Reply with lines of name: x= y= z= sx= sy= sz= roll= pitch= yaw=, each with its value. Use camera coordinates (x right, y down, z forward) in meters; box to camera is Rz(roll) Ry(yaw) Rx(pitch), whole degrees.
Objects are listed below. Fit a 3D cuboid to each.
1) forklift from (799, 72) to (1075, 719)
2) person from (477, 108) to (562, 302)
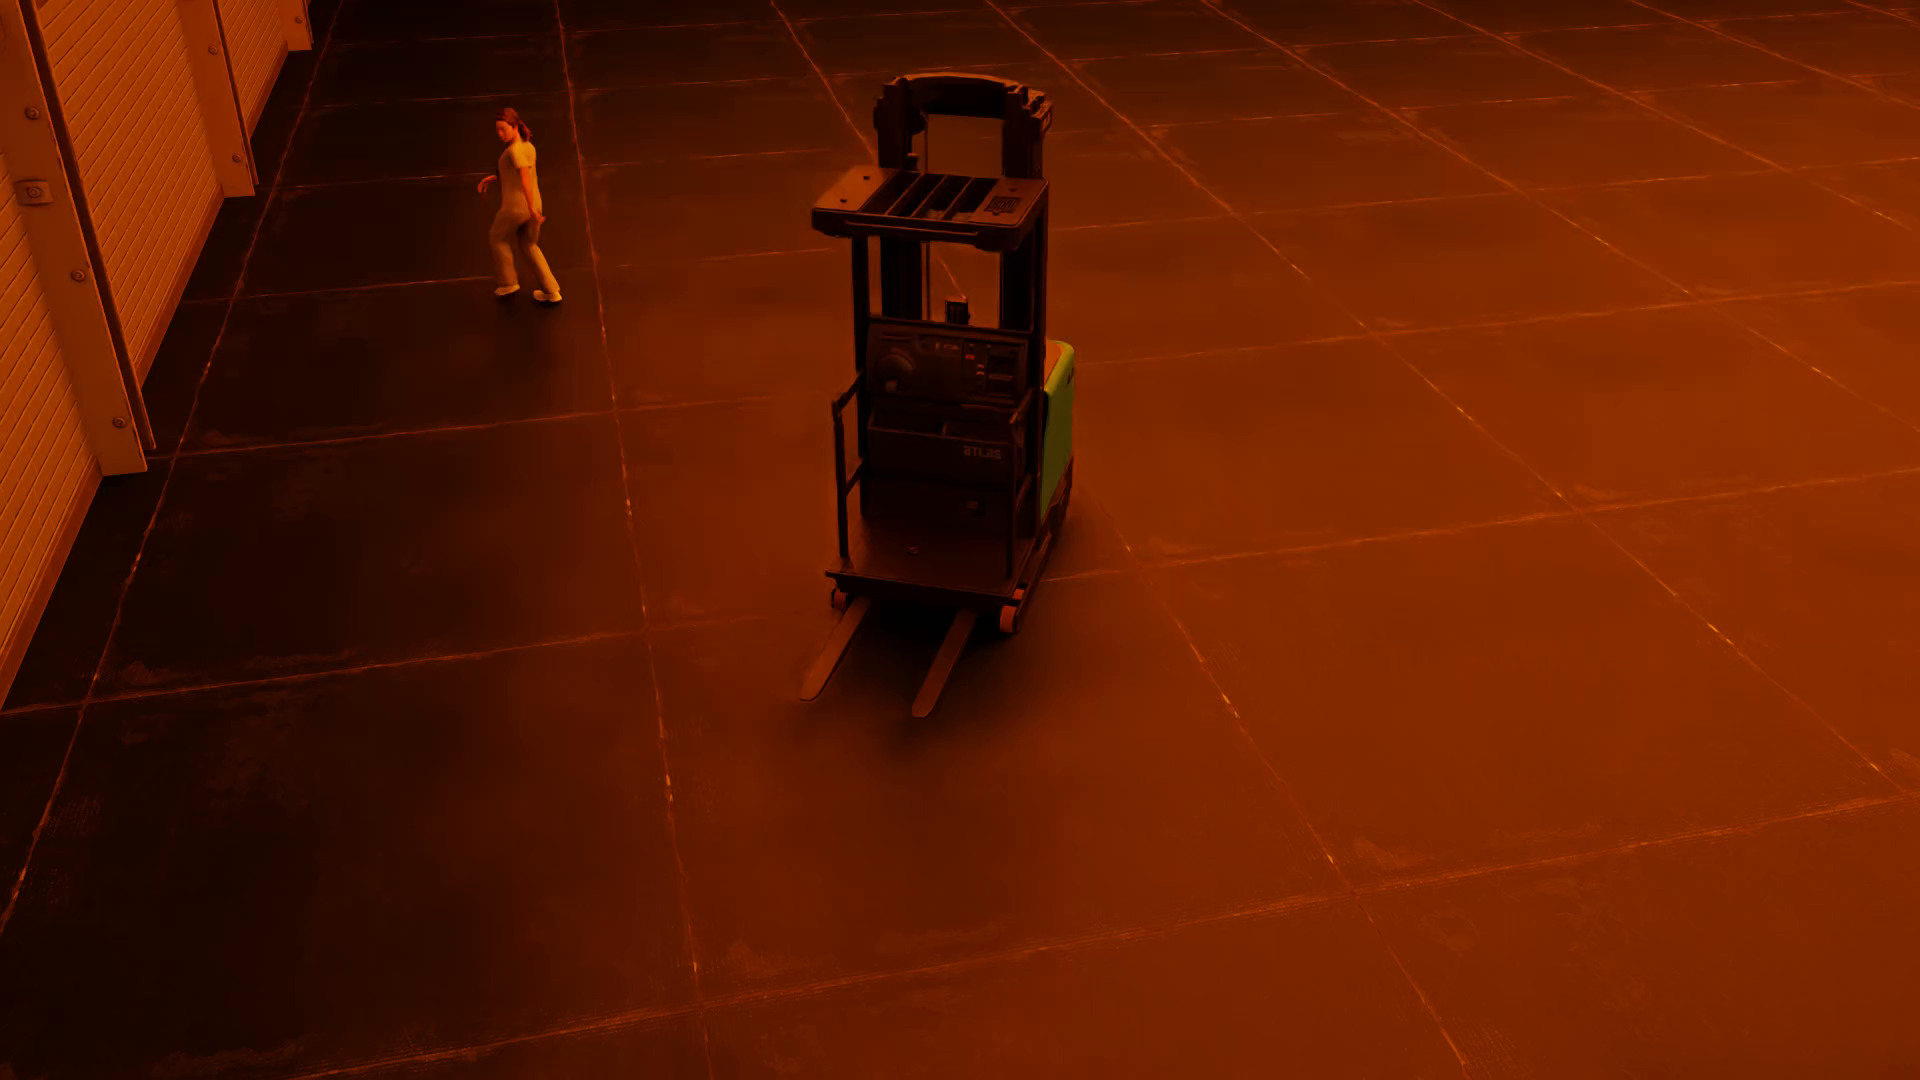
forklift: x=-0.128 y=-0.941 z=9.200 sx=1.130 sy=2.935 sz=3.031 roll=7 pitch=31 yaw=13
person: x=-3.615 y=-2.714 z=13.630 sx=0.827 sy=1.658 sz=0.490 roll=14 pitch=33 yaw=23
